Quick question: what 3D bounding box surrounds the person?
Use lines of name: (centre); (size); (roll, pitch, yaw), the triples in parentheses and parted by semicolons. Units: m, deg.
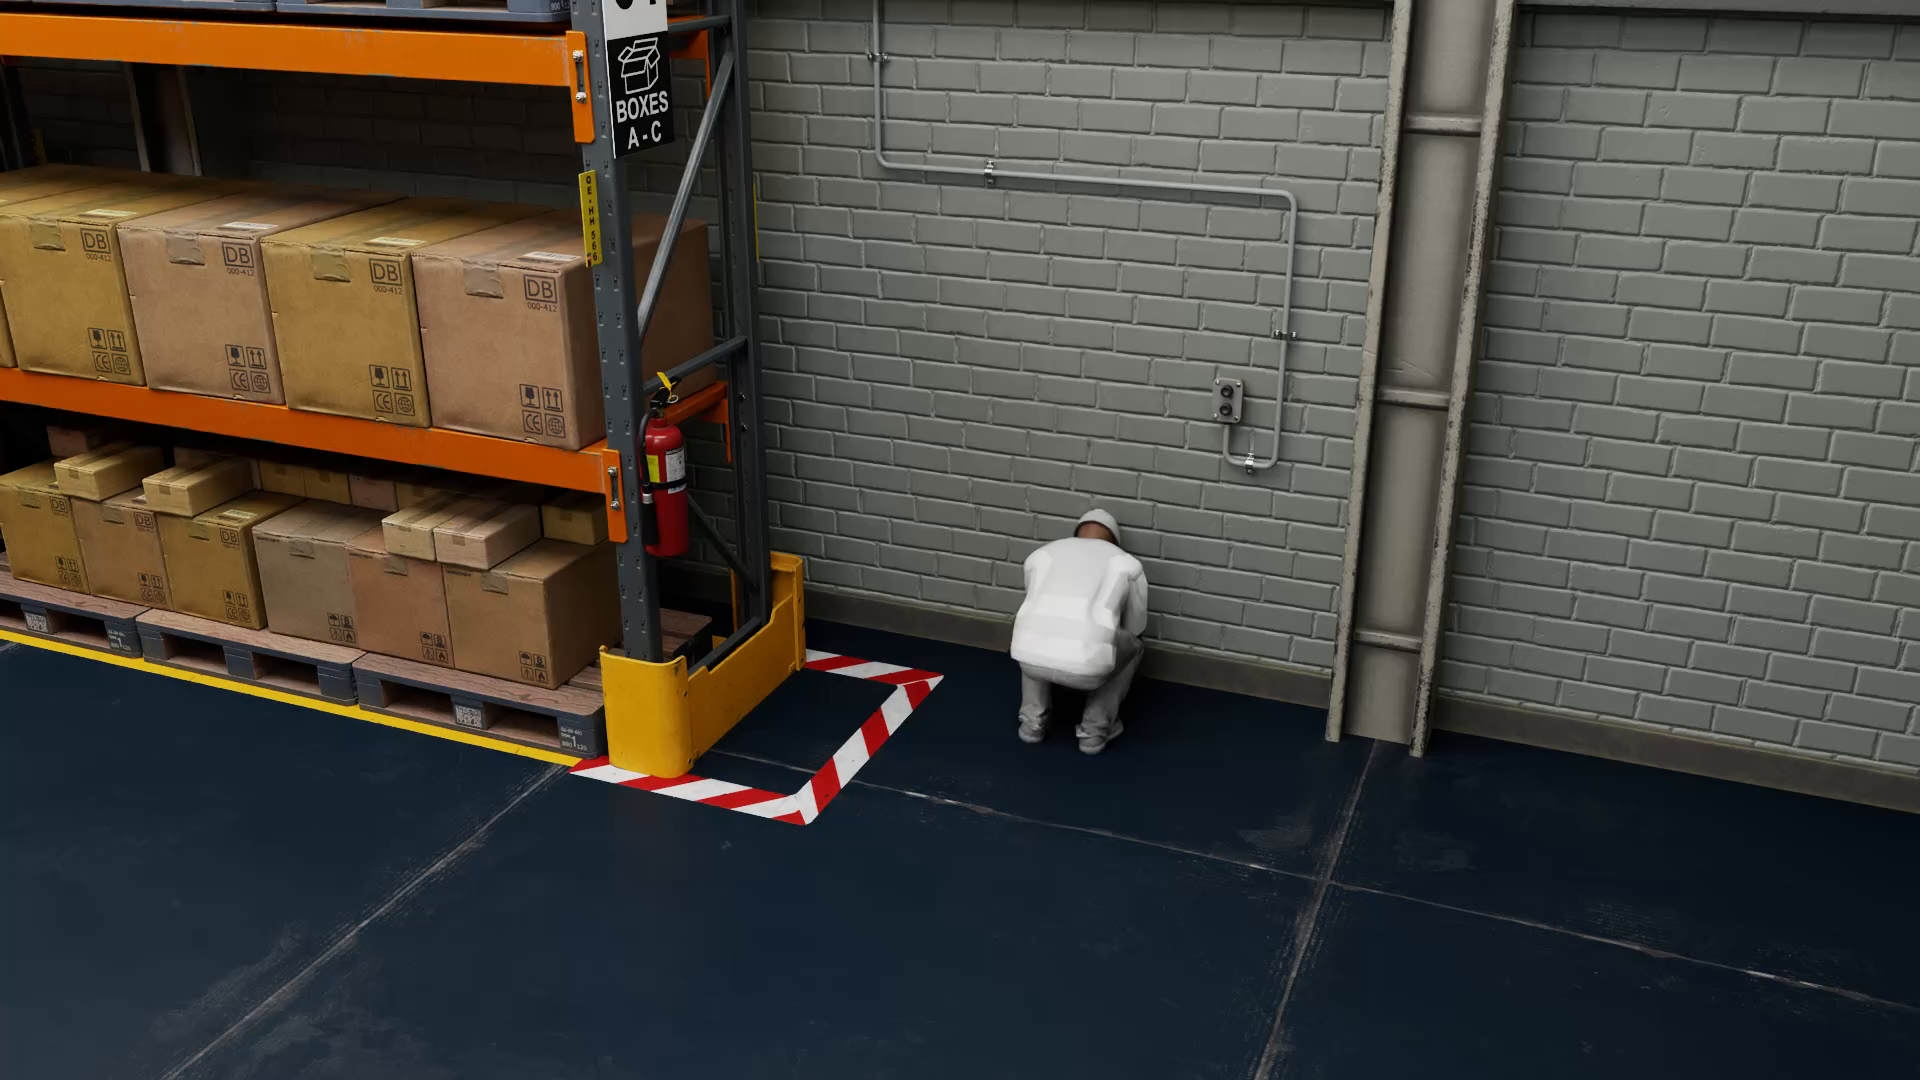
person: (0.489, 0.405, 6.935); (0.536, 0.861, 0.944); (8, 24, 19)
